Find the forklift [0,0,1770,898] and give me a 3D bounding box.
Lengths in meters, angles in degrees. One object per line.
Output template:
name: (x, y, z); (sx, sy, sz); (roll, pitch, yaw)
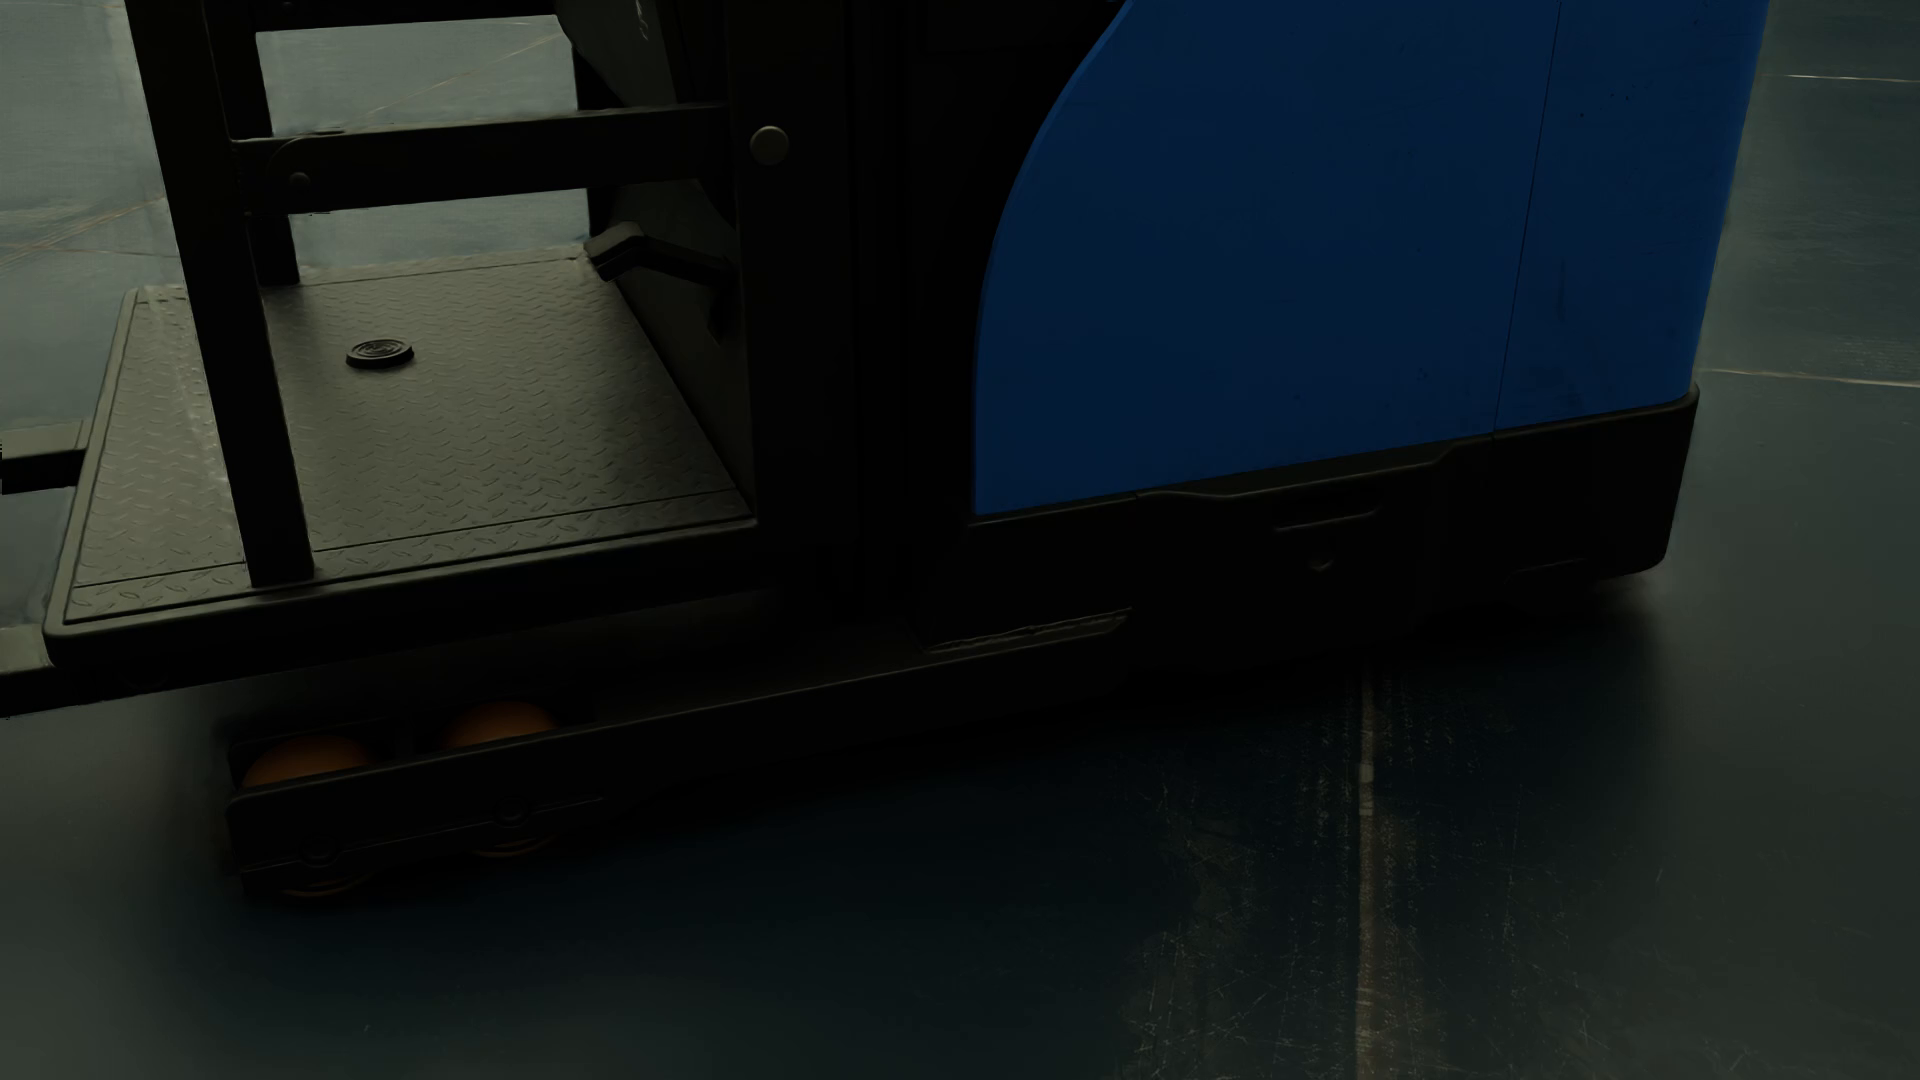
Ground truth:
forklift: (-0.586, -1.201, 1.627); (3.031, 2.935, 1.130); (-9, 28, -18)
